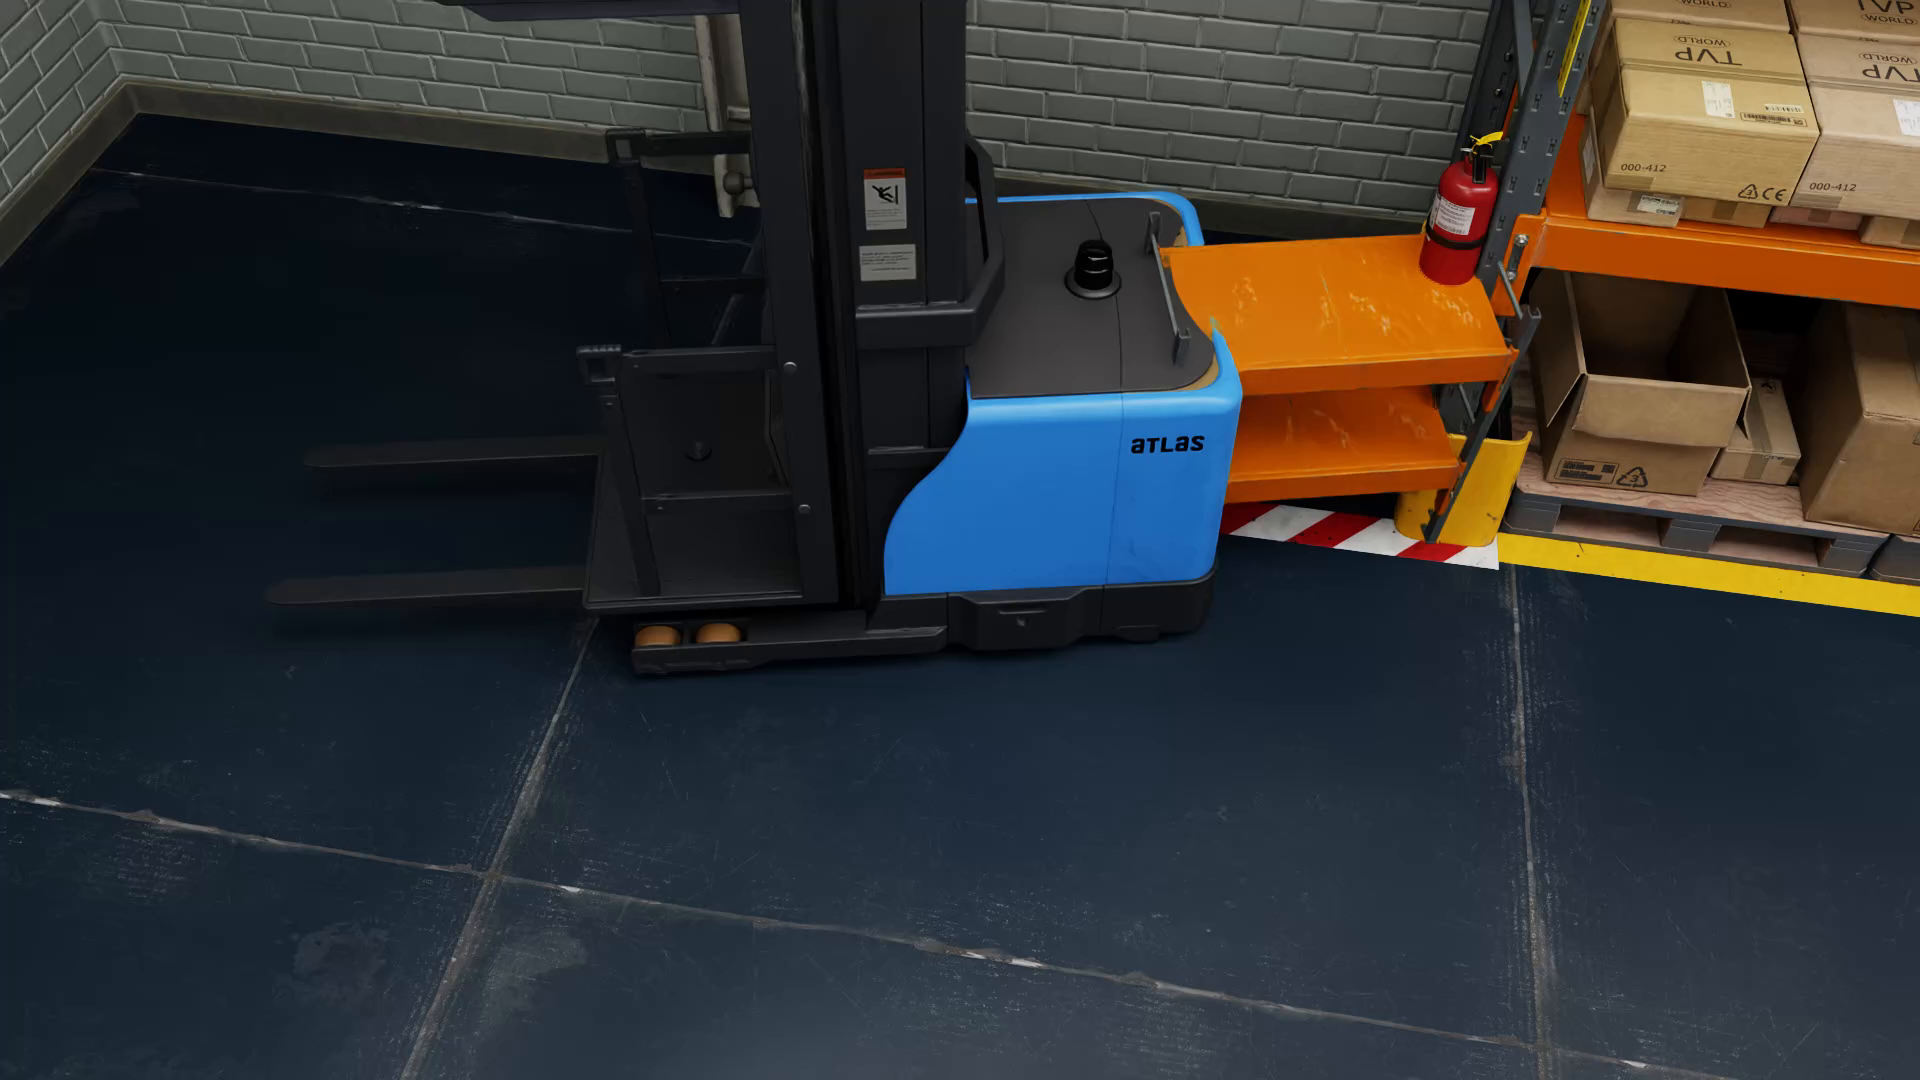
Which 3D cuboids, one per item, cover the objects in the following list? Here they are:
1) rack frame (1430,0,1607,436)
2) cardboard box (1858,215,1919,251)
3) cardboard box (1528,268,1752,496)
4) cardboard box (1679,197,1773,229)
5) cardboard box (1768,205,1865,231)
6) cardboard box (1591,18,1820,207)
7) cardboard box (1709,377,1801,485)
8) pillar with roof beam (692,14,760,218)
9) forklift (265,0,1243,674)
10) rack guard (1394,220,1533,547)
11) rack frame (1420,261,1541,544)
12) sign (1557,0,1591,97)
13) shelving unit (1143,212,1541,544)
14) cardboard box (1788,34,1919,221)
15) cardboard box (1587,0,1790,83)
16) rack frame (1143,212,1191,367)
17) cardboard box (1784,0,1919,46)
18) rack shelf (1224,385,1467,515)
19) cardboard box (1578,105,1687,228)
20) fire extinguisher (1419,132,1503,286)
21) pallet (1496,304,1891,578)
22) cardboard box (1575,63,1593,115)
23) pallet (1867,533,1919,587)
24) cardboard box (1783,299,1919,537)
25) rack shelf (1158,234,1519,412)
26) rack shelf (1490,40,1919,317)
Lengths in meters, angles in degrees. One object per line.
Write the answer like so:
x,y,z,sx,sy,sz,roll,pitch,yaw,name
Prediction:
1.704,-1.430,5.018,0.127,3.000,1.000,8,49,7,rack frame
2.739,-1.014,4.814,0.250,0.149,0.380,9,49,8,cardboard box
2.289,-0.586,5.656,0.637,0.503,0.797,6,48,5,cardboard box
2.237,-1.102,4.892,0.250,0.149,0.380,9,49,8,cardboard box
2.502,-1.093,4.884,0.250,0.149,0.380,7,48,6,cardboard box
2.102,-1.222,4.732,0.500,0.250,0.500,8,49,7,cardboard box
2.700,-0.383,5.711,0.250,0.149,0.380,6,48,5,cardboard box
-1.555,-1.300,0.869,0.400,9.000,9.100,8,49,7,pillar with roof beam
-0.718,-0.957,4.640,3.031,2.935,1.130,-3,48,-2,forklift
1.778,-0.584,5.939,0.348,0.500,1.175,8,49,7,rack guard
1.592,-0.513,5.327,0.032,1.125,0.500,-4,55,-5,rack frame
1.607,-1.322,4.339,0.005,0.325,0.100,8,49,7,sign
1.087,-0.478,5.281,1.048,1.125,0.538,-4,55,-5,shelving unit
2.598,-1.156,4.673,0.500,0.250,0.500,8,49,7,cardboard box
2.203,-1.613,5.083,0.500,0.250,0.500,9,49,8,cardboard box
0.582,-0.444,5.236,0.032,1.125,0.500,-4,55,-5,rack frame
2.711,-1.544,5.021,0.500,0.250,0.500,8,49,7,cardboard box
1.078,-0.338,5.482,1.000,0.278,0.538,-4,55,-5,rack shelf
1.978,-1.102,4.892,0.250,0.149,0.380,7,48,7,cardboard box
1.477,-0.961,4.899,0.183,0.674,0.296,8,49,7,fire extinguisher
2.563,-0.383,5.953,1.213,0.211,1.003,8,49,7,pallet
2.077,-1.499,5.249,0.250,0.149,0.380,7,48,6,cardboard box
3.760,-0.220,5.806,1.213,0.211,1.003,8,49,7,pallet
3.123,-0.443,5.530,0.500,0.500,0.700,9,49,8,cardboard box
1.097,-0.646,5.042,1.000,0.278,0.538,-4,55,-5,rack shelf
3.672,-0.925,5.048,4.000,0.370,1.077,8,49,7,rack shelf
